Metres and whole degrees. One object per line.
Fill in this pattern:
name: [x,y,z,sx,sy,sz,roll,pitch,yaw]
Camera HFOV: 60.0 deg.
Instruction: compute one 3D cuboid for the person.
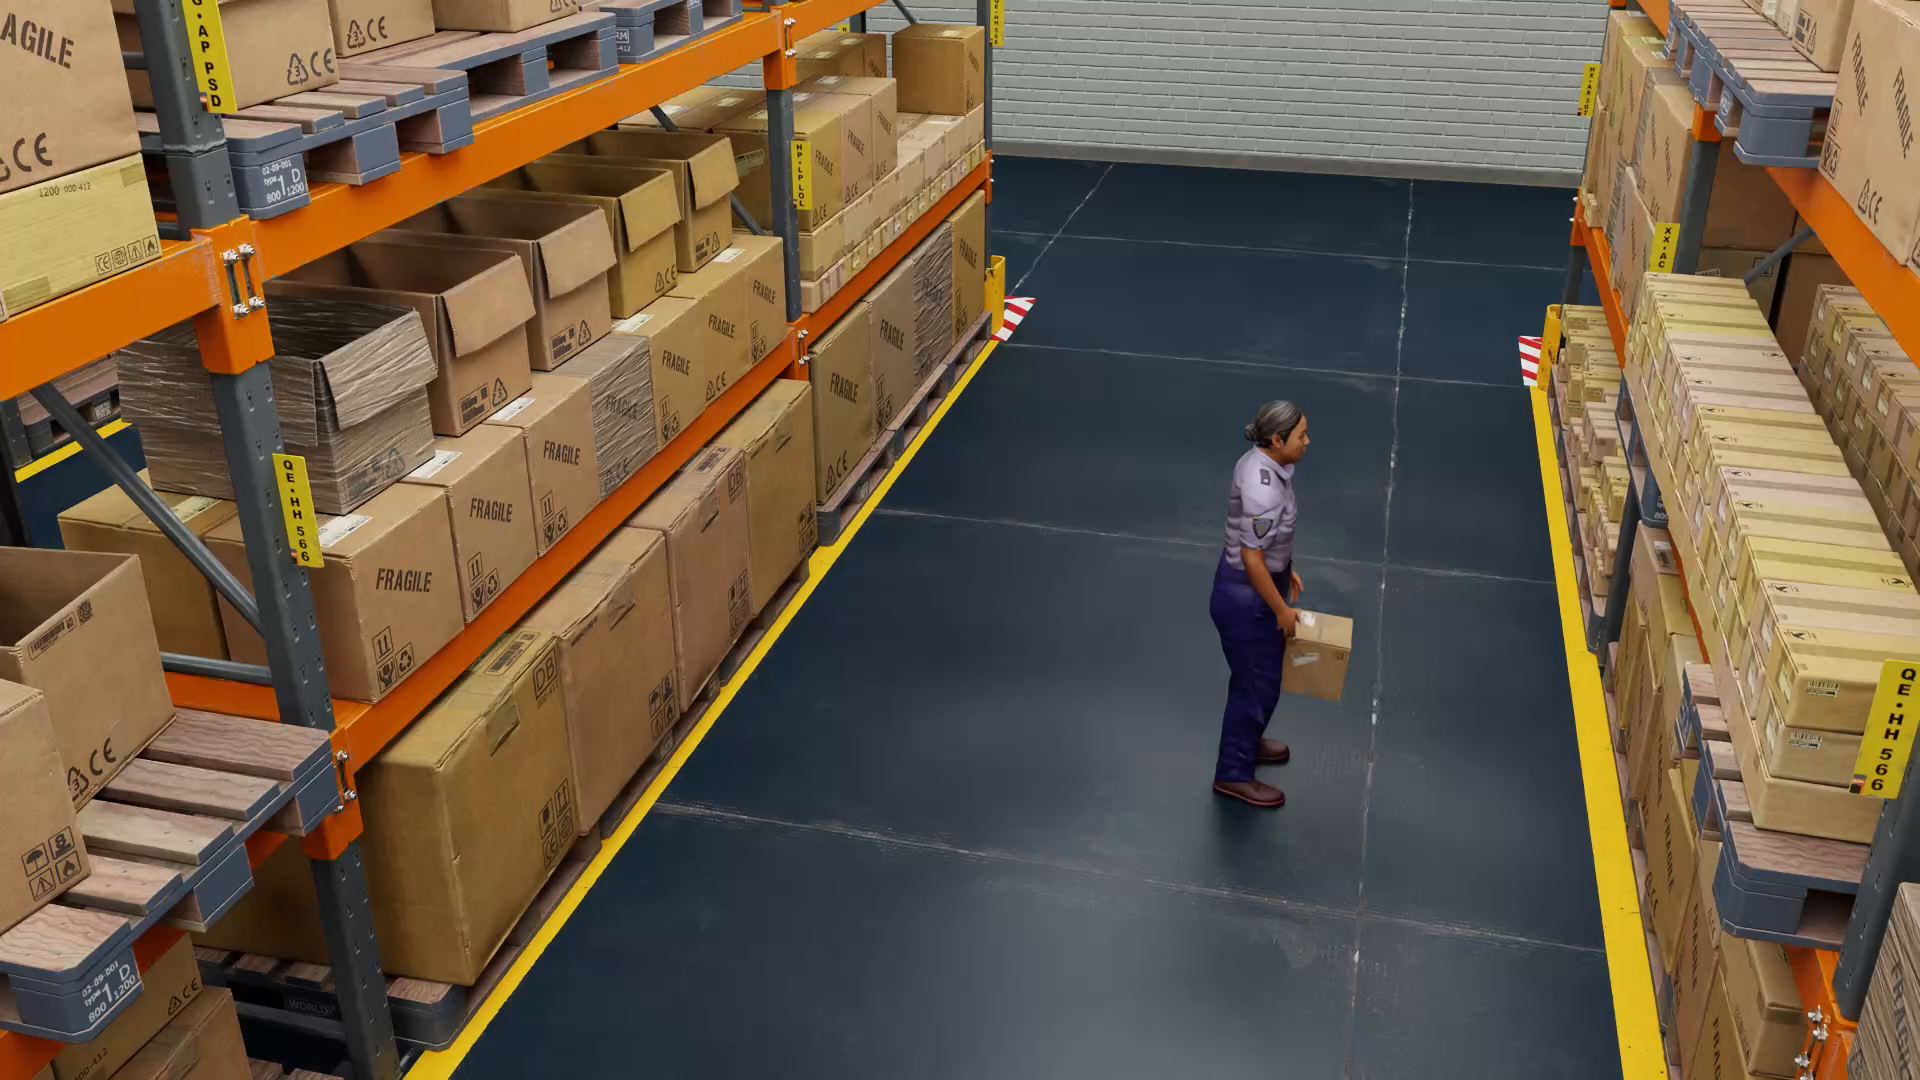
person: [1.191,0.225,6.642,0.370,1.656,0.522,6,26,12]
